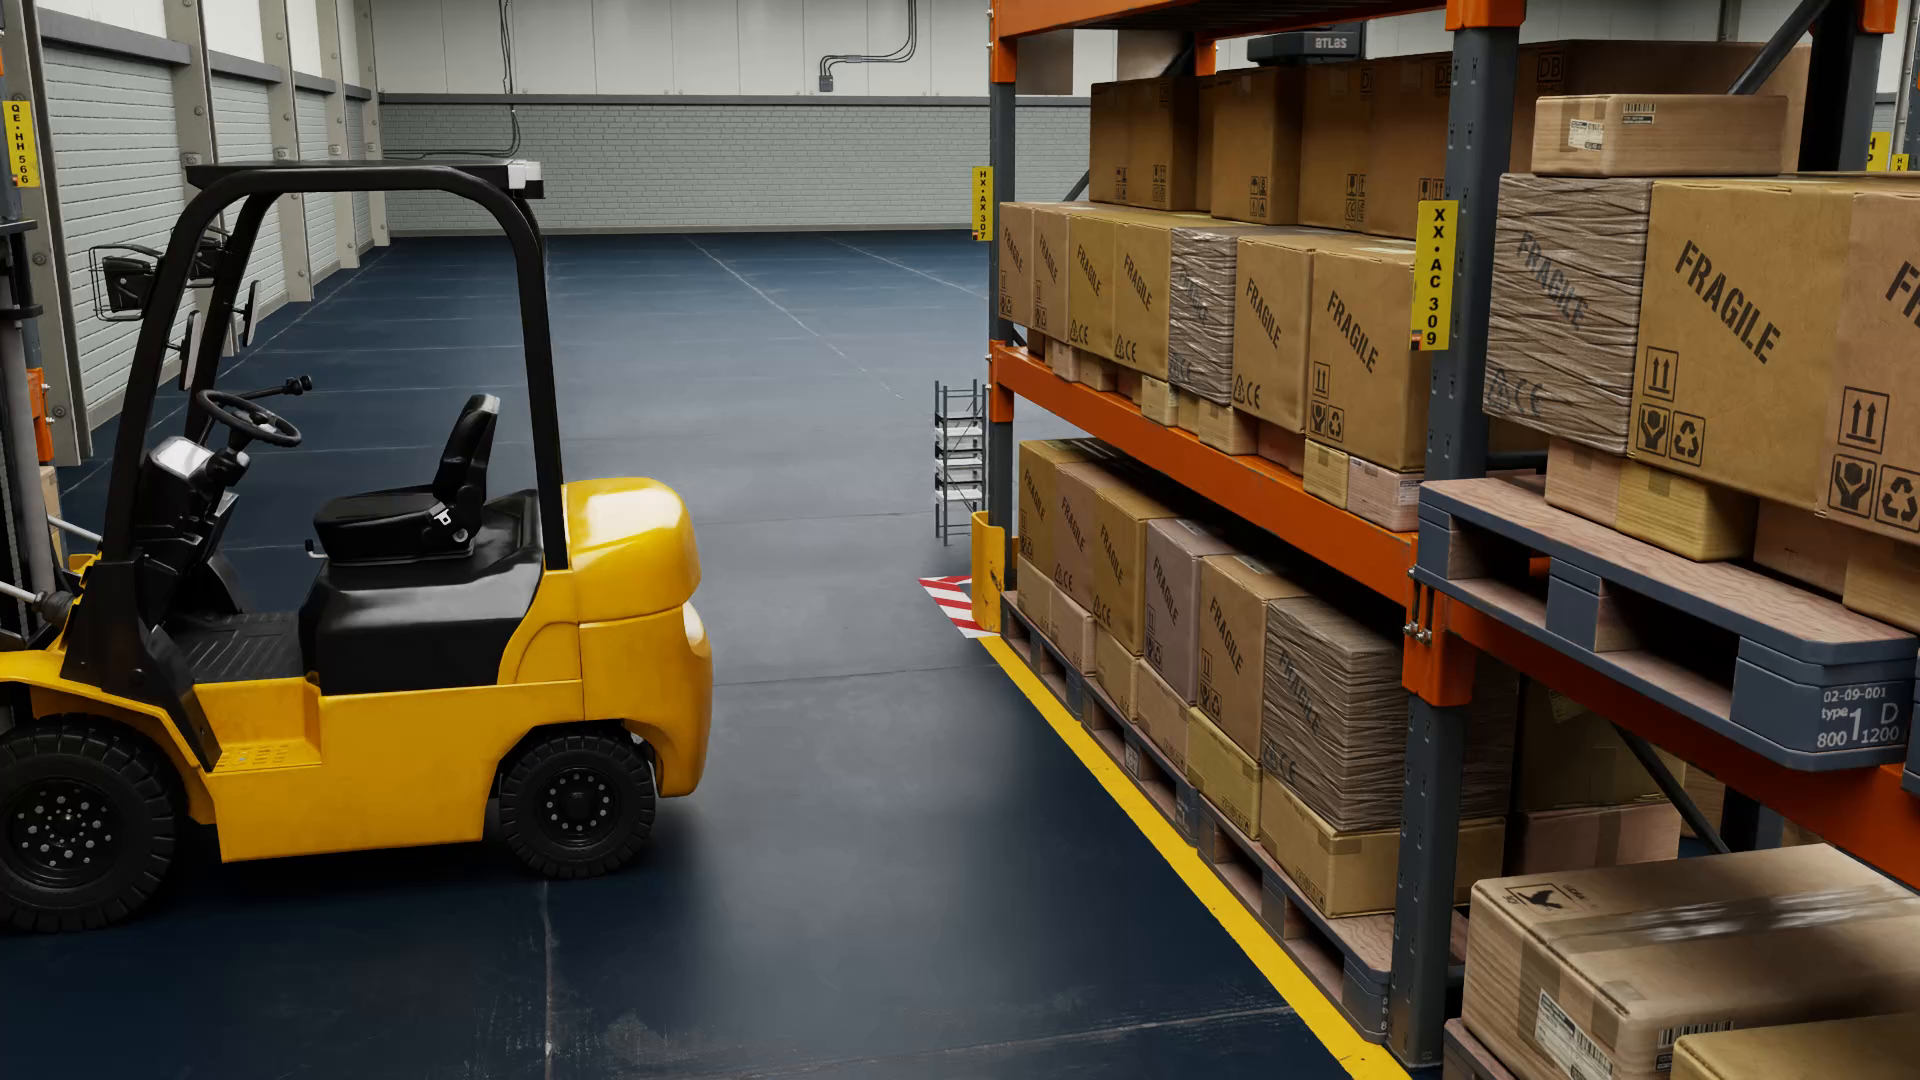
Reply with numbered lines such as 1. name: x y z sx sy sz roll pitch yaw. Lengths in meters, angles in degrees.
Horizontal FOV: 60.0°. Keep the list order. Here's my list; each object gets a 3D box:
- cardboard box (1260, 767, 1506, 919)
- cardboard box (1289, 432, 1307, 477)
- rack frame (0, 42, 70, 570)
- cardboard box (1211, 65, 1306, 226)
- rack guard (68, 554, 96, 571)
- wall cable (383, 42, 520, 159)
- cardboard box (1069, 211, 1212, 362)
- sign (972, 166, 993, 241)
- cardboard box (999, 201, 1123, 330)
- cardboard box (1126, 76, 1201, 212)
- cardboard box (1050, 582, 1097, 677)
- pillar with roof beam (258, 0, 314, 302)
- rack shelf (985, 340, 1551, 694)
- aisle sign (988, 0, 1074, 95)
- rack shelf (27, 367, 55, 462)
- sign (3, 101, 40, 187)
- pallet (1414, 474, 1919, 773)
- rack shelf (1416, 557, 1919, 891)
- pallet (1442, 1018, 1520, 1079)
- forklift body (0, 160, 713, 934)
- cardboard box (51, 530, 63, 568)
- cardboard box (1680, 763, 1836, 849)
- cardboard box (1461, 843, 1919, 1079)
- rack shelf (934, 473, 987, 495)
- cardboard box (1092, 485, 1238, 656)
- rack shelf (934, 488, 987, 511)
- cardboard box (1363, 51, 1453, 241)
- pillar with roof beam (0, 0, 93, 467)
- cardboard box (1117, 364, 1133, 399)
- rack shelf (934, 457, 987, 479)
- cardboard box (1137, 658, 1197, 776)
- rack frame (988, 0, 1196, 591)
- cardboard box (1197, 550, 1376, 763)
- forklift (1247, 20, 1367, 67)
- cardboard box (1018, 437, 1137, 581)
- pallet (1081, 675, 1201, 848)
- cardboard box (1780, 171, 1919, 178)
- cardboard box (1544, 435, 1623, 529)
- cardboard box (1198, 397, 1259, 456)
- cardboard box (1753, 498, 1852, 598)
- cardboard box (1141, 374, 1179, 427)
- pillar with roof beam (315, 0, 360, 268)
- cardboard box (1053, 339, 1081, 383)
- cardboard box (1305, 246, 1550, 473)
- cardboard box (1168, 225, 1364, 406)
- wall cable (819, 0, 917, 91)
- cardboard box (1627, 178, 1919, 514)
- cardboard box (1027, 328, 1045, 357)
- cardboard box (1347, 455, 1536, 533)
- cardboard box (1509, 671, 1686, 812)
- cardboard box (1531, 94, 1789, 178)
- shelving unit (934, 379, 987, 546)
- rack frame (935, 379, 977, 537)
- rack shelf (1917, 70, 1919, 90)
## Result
1. cardboard box: 1.171 0.818 4.667 0.500 0.250 0.500 -3 14 -11
2. cardboard box: 1.149 -0.249 4.656 0.380 0.149 0.250 -3 14 -13
3. rack frame: -4.192 -0.837 6.535 1.000 3.000 0.127 -3 14 -13
4. cardboard box: 1.278 -1.336 5.632 0.700 0.500 0.500 -3 14 -14
5. rack guard: -4.198 0.371 6.854 1.175 0.500 0.348 -3 14 -13
6. wall cable: -11.357 -9.707 36.739 3.097 2.526 0.112 -3 14 -13
7. cardboard box: 0.719 -0.947 6.144 0.500 0.500 0.500 -4 14 -14
8. sign: 0.105 -1.505 7.444 0.100 0.325 0.005 -3 14 -13
9. cardboard box: 0.474 -1.183 7.113 0.500 0.500 0.500 -4 14 -14
10. cardboard box: 1.076 -1.571 6.593 0.700 0.500 0.500 -3 14 -13
11. cardboard box: 0.665 0.336 6.639 0.500 0.250 0.500 -3 14 -11
12. pillar with roof beam: -4.947 -7.933 22.938 9.100 9.000 0.400 -3 14 -13
13. rack shelf: 1.102 -0.304 5.868 1.077 0.370 4.000 -3 14 -13
14. aisle sign: 0.316 -2.375 7.350 0.394 0.787 0.004 -3 14 -13
15. rack shelf: -3.722 -0.027 4.732 1.077 0.370 4.000 -3 14 -13
16. sign: -3.661 -1.542 6.480 0.100 0.325 0.005 -3 14 -13
17. pallet: 1.610 0.085 3.162 1.003 0.211 1.213 -3 14 -13
18. rack shelf: 2.041 0.619 2.091 1.077 0.370 4.000 -3 14 -13
19. pallet: 1.756 1.342 3.490 1.003 0.211 1.213 -3 14 -13
20. forklift body: -1.973 -0.089 5.261 2.313 2.155 1.214 -3 14 -13
21. cardboard box: -3.774 0.146 6.364 0.500 0.250 0.500 -3 14 -14
22. cardboard box: 2.643 0.698 5.512 0.500 0.500 0.500 7 15 26
23. cardboard box: 1.697 1.001 3.661 0.950 0.372 0.625 -3 14 -12
24. rack shelf: 0.002 -0.315 9.342 0.258 0.077 0.200 -3 14 -13
25. cardboard box: 0.796 0.096 6.043 0.500 0.500 0.500 -3 14 -12
26. rack shelf: 0.002 -0.228 9.363 0.258 0.077 0.200 -3 14 -13
27. cardboard box: 1.580 -1.104 4.680 0.700 0.500 0.500 -3 14 -13
28. pillar with roof beam: -2.129 -5.165 11.607 9.100 9.000 0.400 -3 14 -13
29. cardboard box: 0.796 -0.603 6.106 0.380 0.149 0.250 -3 14 -11
30. rack shelf: 0.002 -0.403 9.320 0.258 0.077 0.200 -3 14 -13
31. cardboard box: 0.922 0.578 5.649 0.500 0.250 0.500 -3 14 -12
32. rack frame: 0.632 -1.115 7.671 1.000 3.000 0.127 -3 14 -13
33. cardboard box: 1.051 0.336 5.058 0.500 0.500 0.500 -3 14 -12
34. forklift: 2.559 -1.666 10.069 3.031 2.935 1.130 -2 14 -8
35. cardboard box: 0.559 -0.141 7.011 0.500 0.500 0.500 -4 14 -15
36. pallet: 1.089 0.727 6.005 1.003 0.211 1.213 -3 14 -13
37. cardboard box: 1.903 -0.496 3.413 0.500 0.500 0.500 -4 14 -14
38. cardboard box: 1.394 -0.129 3.280 0.380 0.149 0.250 -3 14 -12
39. cardboard box: 0.958 -0.362 5.116 0.380 0.149 0.250 -3 14 -14
40. cardboard box: 1.585 -0.010 2.792 0.380 0.149 0.250 -2 14 -10
41. cardboard box: 0.831 -0.480 5.599 0.380 0.149 0.250 -3 14 -13
42. pillar with roof beam: -6.356 -9.317 28.604 9.100 9.000 0.400 -3 14 -13
43. cardboard box: 0.582 -0.719 6.578 0.380 0.149 0.250 -3 14 -12
44. cardboard box: 1.225 -0.474 4.209 0.500 0.500 0.500 -4 14 -15
45. cardboard box: 0.972 -0.712 5.183 0.500 0.500 0.500 -3 14 -12
46. wall cable: -2.125 -13.393 38.118 2.305 6.003 0.169 -3 14 -13
47. cardboard box: 1.521 -0.350 2.816 0.500 0.500 0.500 -3 14 -13
48. cardboard box: 0.511 -0.903 7.333 0.380 0.149 0.250 -3 14 -13
49. cardboard box: 1.200 -0.127 4.157 0.380 0.149 0.250 -3 14 -14
50. cardboard box: 1.695 0.424 4.700 0.500 0.500 0.500 -3 14 -11
51. cardboard box: 1.338 -0.776 3.195 0.380 0.149 0.250 -3 14 -13
52. shelving unit: 0.002 -0.435 9.313 0.258 0.900 0.210 -3 14 -13
53. rack frame: -0.022 -0.459 9.409 0.240 0.900 0.006 -3 14 -13
54. rack shelf: 5.890 -2.061 6.736 1.077 0.370 4.000 -3 14 -13
